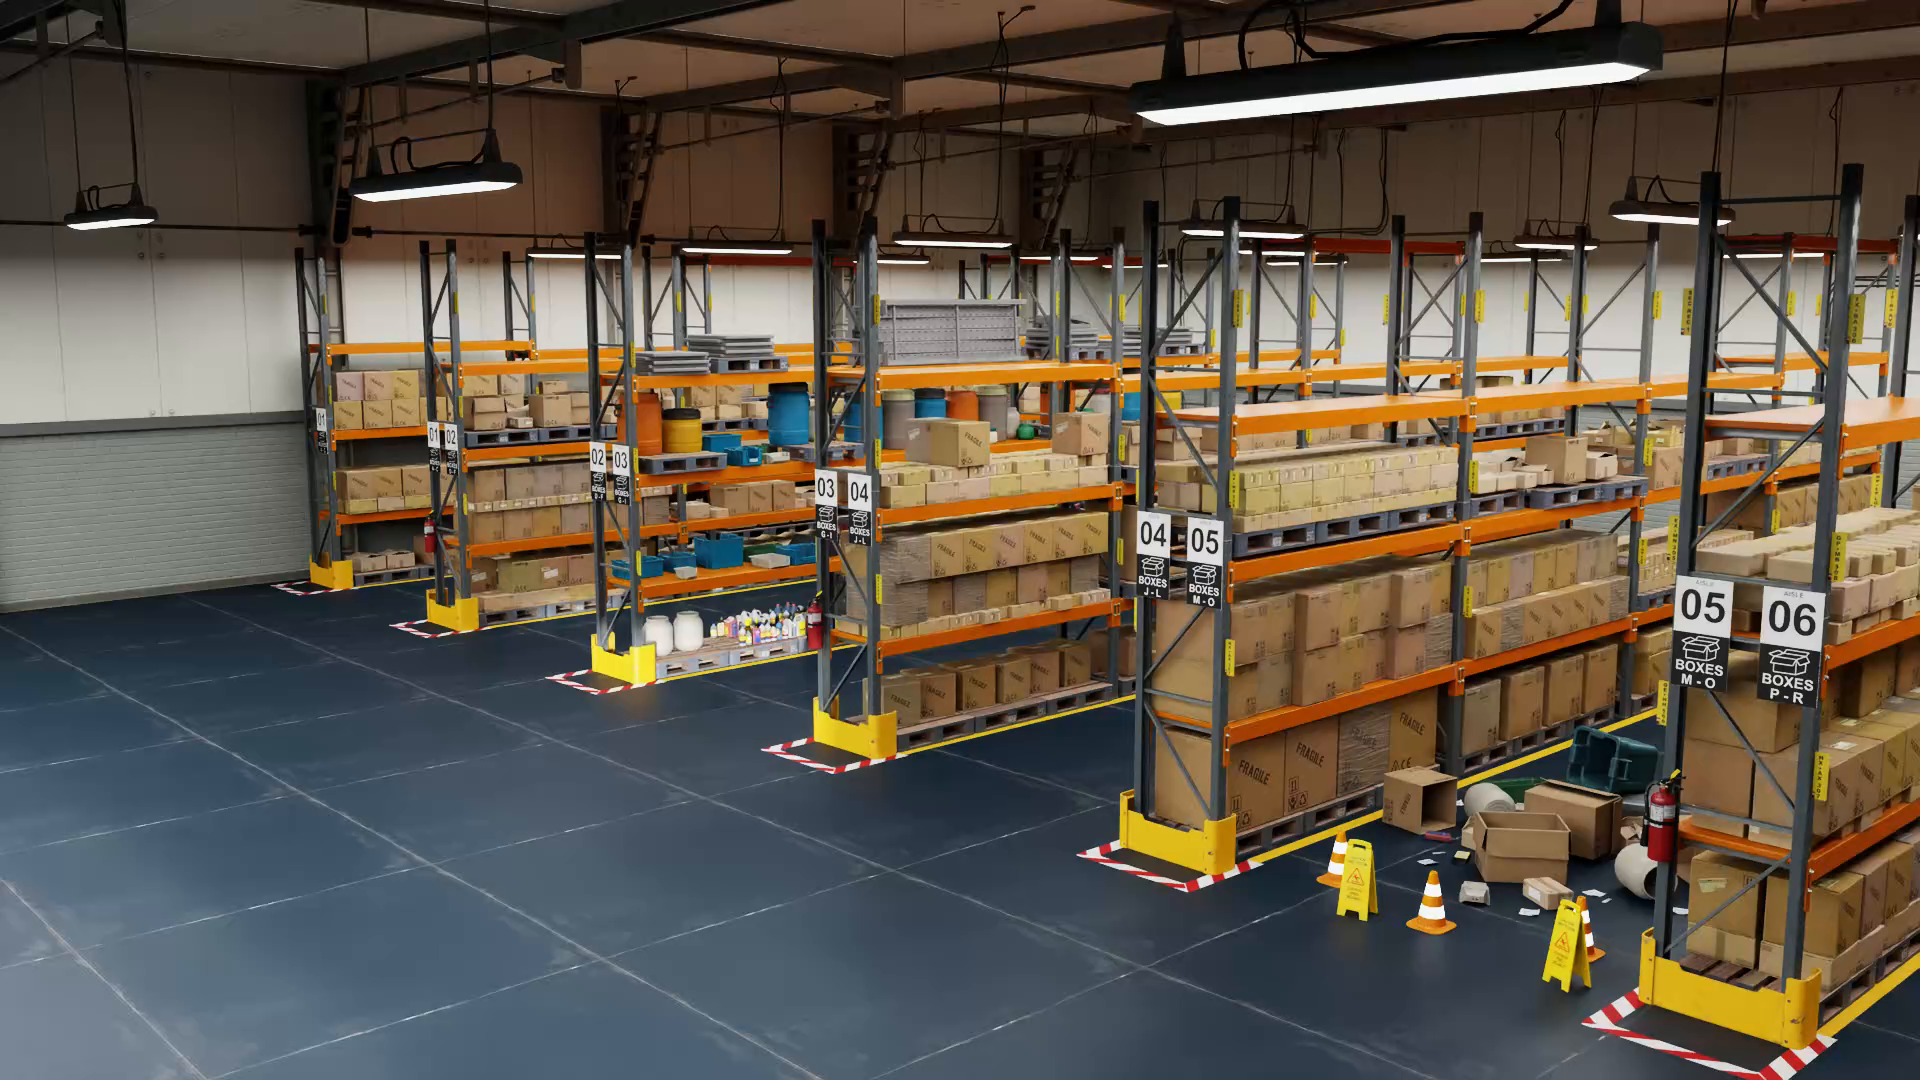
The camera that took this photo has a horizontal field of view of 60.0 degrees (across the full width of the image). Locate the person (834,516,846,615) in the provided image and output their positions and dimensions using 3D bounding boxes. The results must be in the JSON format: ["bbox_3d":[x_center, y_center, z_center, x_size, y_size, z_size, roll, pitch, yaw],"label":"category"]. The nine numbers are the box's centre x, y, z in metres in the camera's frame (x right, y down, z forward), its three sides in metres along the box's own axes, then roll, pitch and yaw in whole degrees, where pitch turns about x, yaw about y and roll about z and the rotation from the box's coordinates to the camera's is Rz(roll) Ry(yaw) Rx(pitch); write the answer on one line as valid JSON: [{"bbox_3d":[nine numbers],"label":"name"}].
[{"bbox_3d":[-1.932,0.401,26.615,0.585,1.765,0.721,2,9,15],"label":"person"}]
